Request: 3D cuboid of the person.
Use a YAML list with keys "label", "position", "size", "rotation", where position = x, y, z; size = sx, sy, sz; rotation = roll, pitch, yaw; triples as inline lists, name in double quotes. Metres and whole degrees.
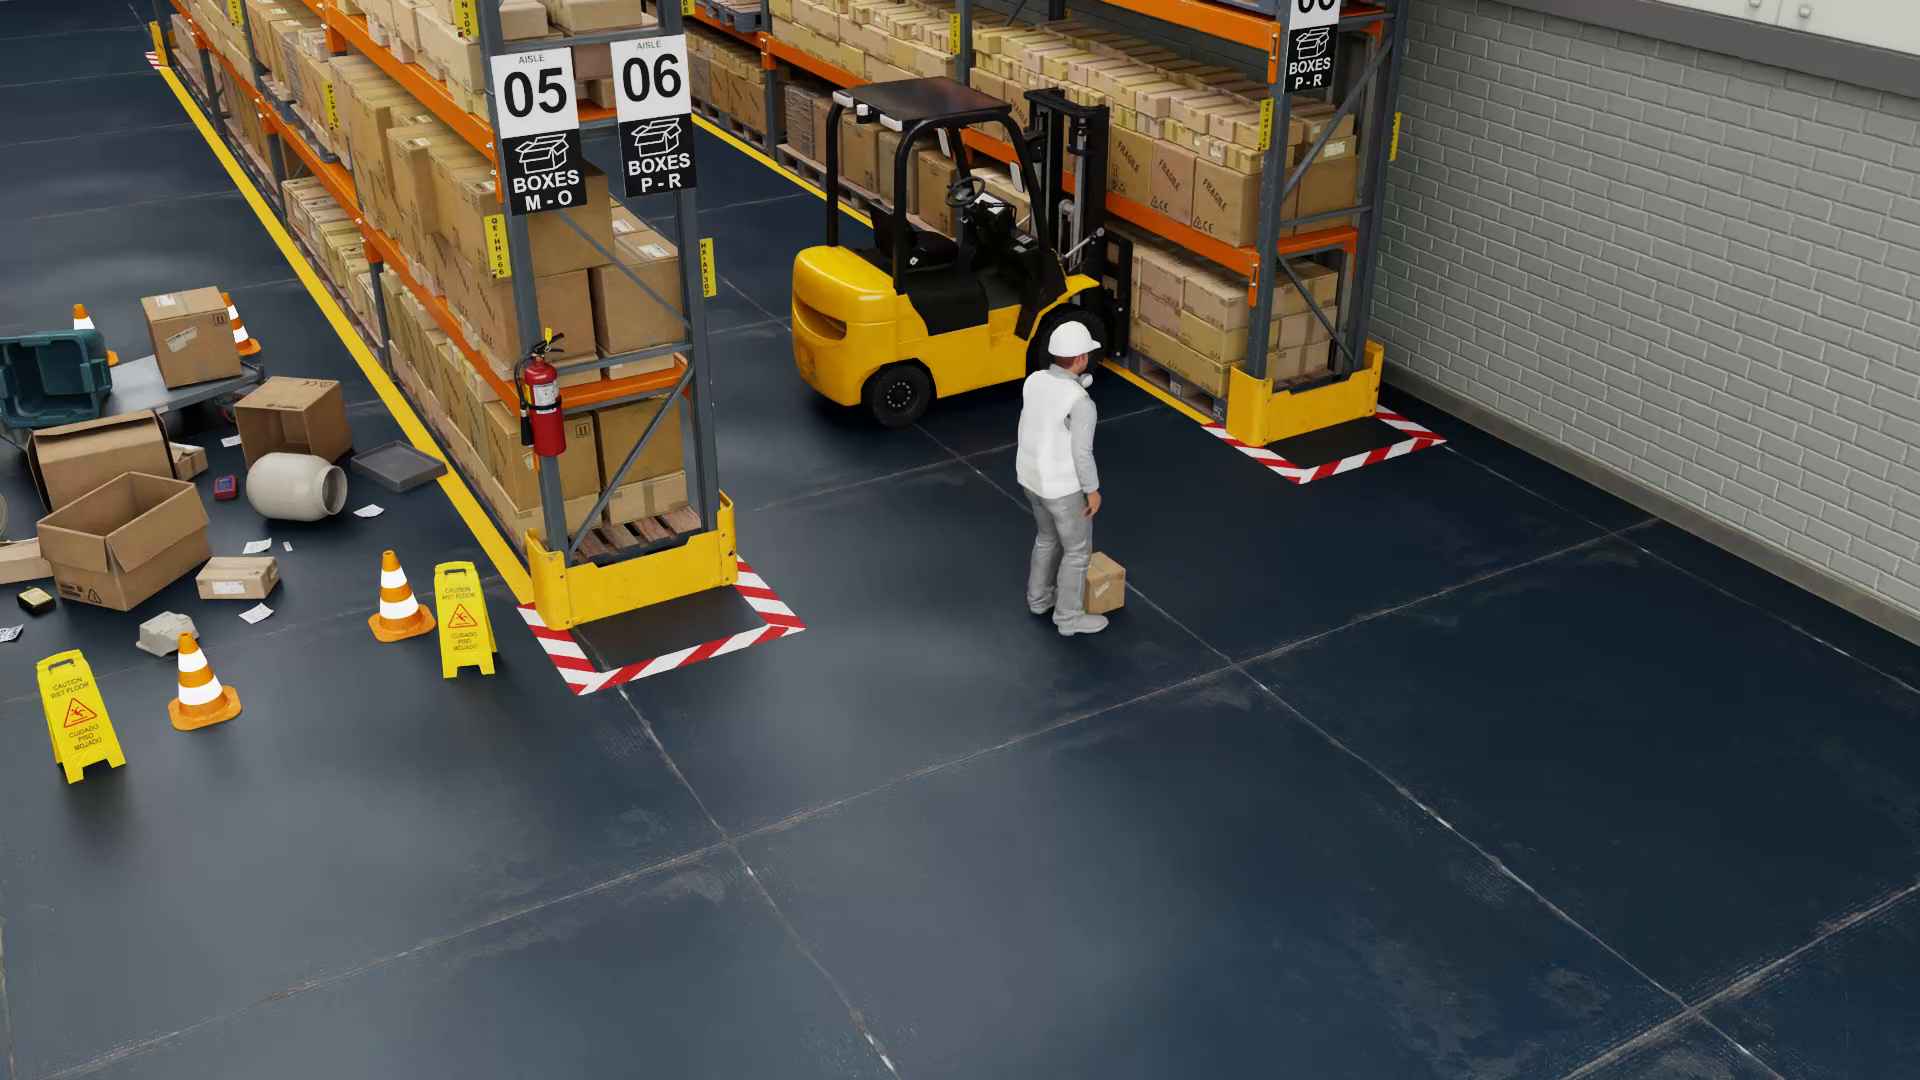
- label: "person"
  position: [0.555, -0.345, 9.165]
  size: [0.465, 1.770, 0.591]
  rotation: [-18, 34, -29]
